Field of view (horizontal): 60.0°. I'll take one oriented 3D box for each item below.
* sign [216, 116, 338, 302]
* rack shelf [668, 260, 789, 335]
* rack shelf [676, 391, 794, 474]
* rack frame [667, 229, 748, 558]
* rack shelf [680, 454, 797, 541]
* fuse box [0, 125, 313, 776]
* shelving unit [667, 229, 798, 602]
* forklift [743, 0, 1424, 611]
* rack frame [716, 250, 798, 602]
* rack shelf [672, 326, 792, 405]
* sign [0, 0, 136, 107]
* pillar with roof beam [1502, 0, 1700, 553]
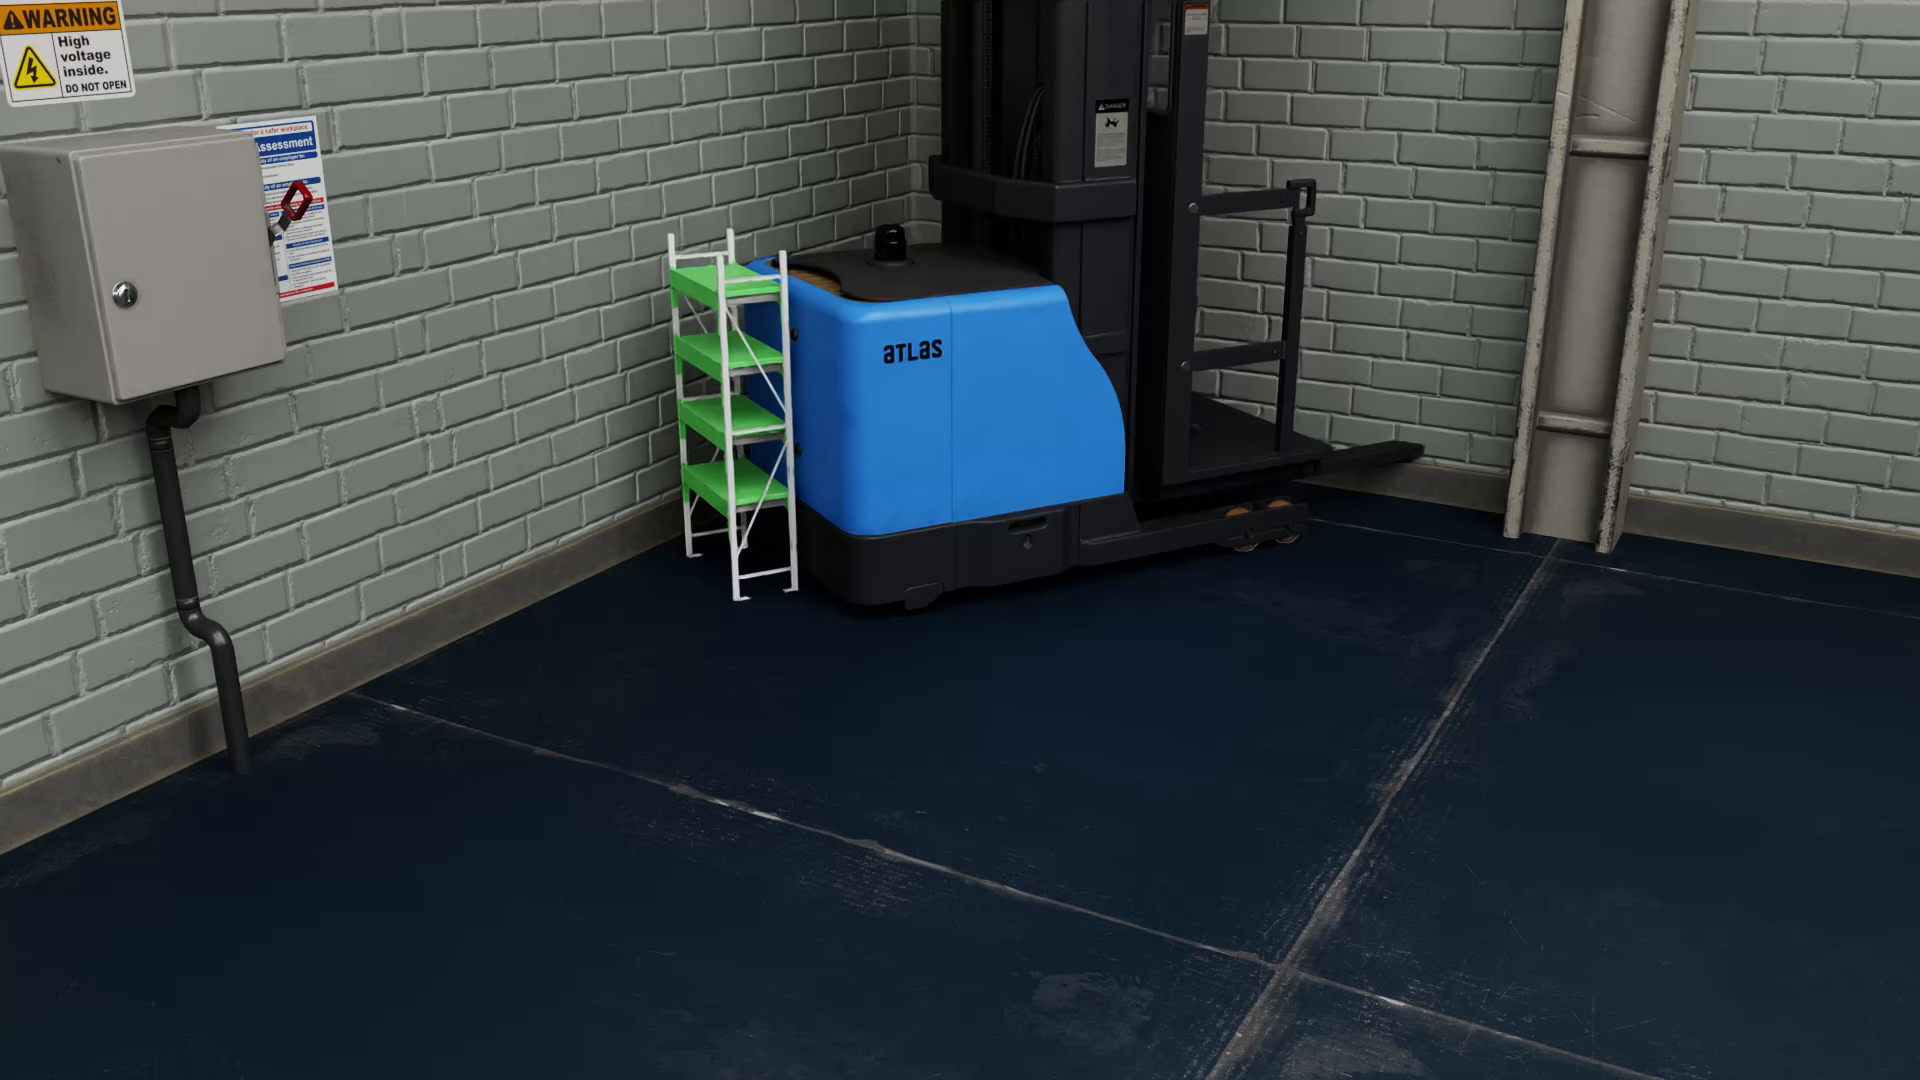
[{"bbox_3d":[-1.889,-0.911,4.618,0.001,0.494,0.329,11,23,27],"label":"sign"},{"bbox_3d":[-0.795,-0.835,5.687,0.258,0.148,0.480,-10,22,-26],"label":"rack shelf"},{"bbox_3d":[-0.795,-0.384,5.851,0.258,0.148,0.480,-10,22,-26],"label":"rack shelf"},{"bbox_3d":[-0.910,-0.517,6.032,0.240,1.200,0.015,-10,22,-26],"label":"rack frame"},{"bbox_3d":[-0.795,-0.158,5.933,0.258,0.148,0.480,-10,22,-26],"label":"rack shelf"},{"bbox_3d":[-1.949,-0.169,4.321,0.414,1.711,0.539,11,23,27],"label":"fuse box"},{"bbox_3d":[-0.795,-0.444,5.829,0.258,1.200,0.503,-10,22,-26],"label":"shelving unit"},{"bbox_3d":[0.744,-1.479,6.143,3.031,2.935,1.130,-10,22,-26],"label":"forklift"},{"bbox_3d":[-0.681,-0.370,5.627,0.240,1.200,0.015,-10,22,-26],"label":"rack frame"},{"bbox_3d":[-0.795,-0.609,5.769,0.258,0.148,0.480,-10,22,-26],"label":"rack shelf"},{"bbox_3d":[-2.157,-1.181,4.010,0.001,0.242,0.339,11,23,27],"label":"sign"},{"bbox_3d":[0.237,-2.976,1.374,0.400,9.000,9.100,11,23,27],"label":"pillar with roof beam"}]
